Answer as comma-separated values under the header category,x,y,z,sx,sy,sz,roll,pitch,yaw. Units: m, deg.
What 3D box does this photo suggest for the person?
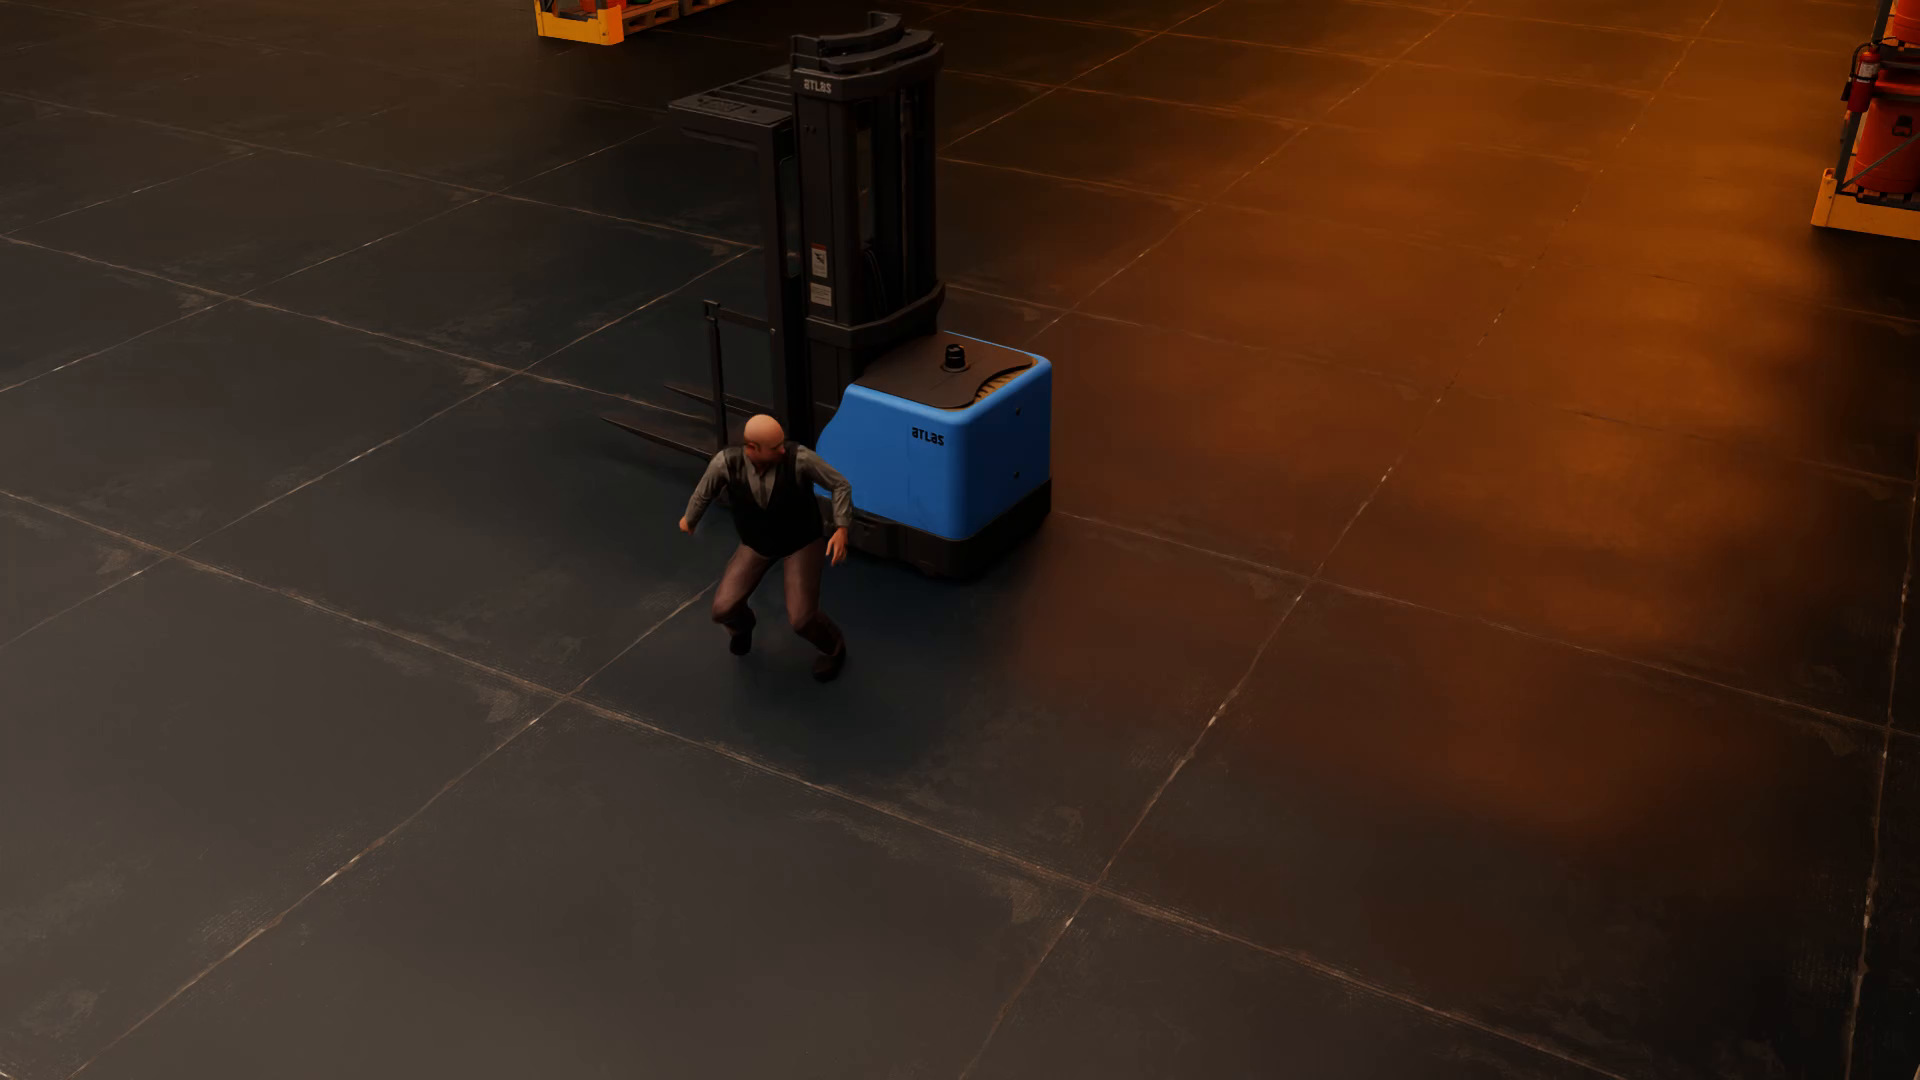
category,x,y,z,sx,sy,sz,roll,pitch,yaw
person,-1.003,0.032,8.479,0.967,1.596,0.502,5,30,8

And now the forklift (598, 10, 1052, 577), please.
category,x,y,z,sx,sy,sz,roll,pitch,yaw
forklift,-0.952,-1.614,9.868,3.031,2.935,1.130,19,35,29
